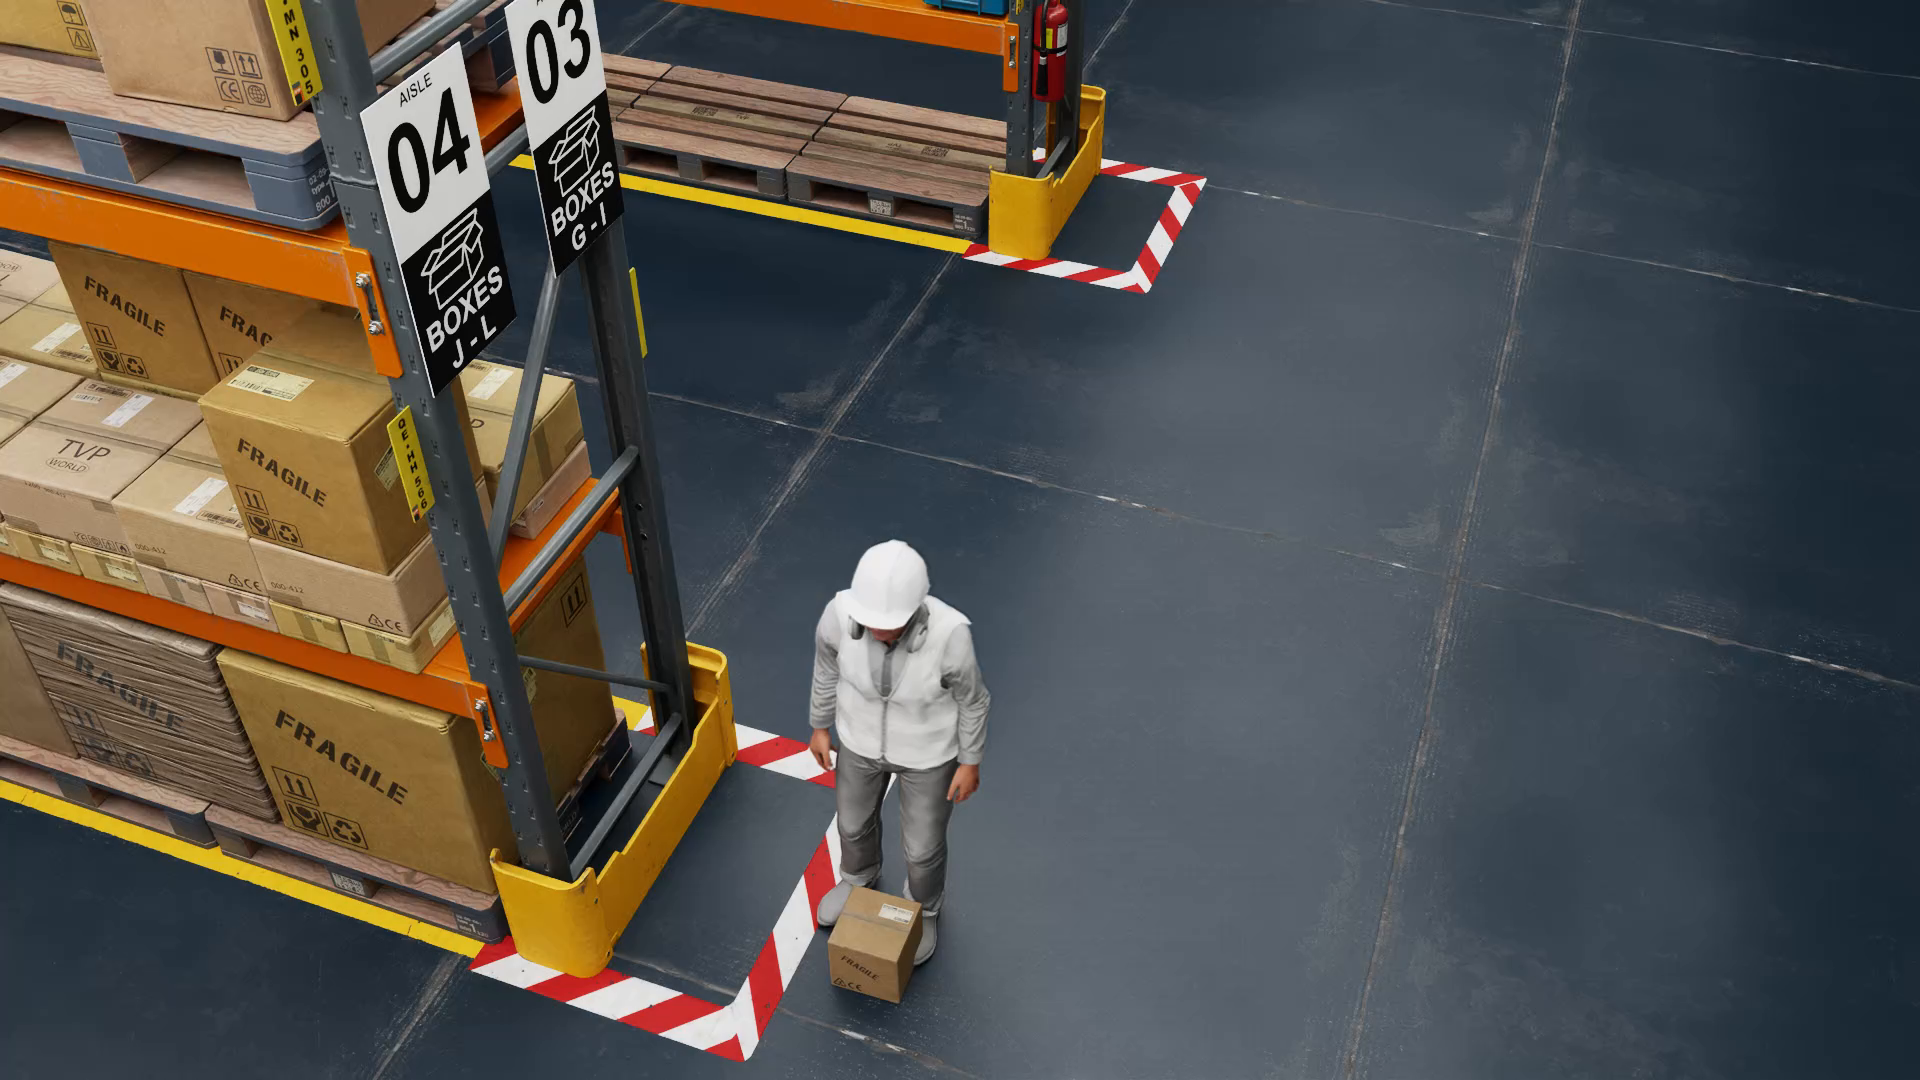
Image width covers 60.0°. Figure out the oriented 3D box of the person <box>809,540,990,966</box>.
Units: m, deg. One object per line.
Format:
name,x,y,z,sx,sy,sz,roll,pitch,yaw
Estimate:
person,-0.202,0.657,5.389,0.589,1.772,0.464,12,43,14
